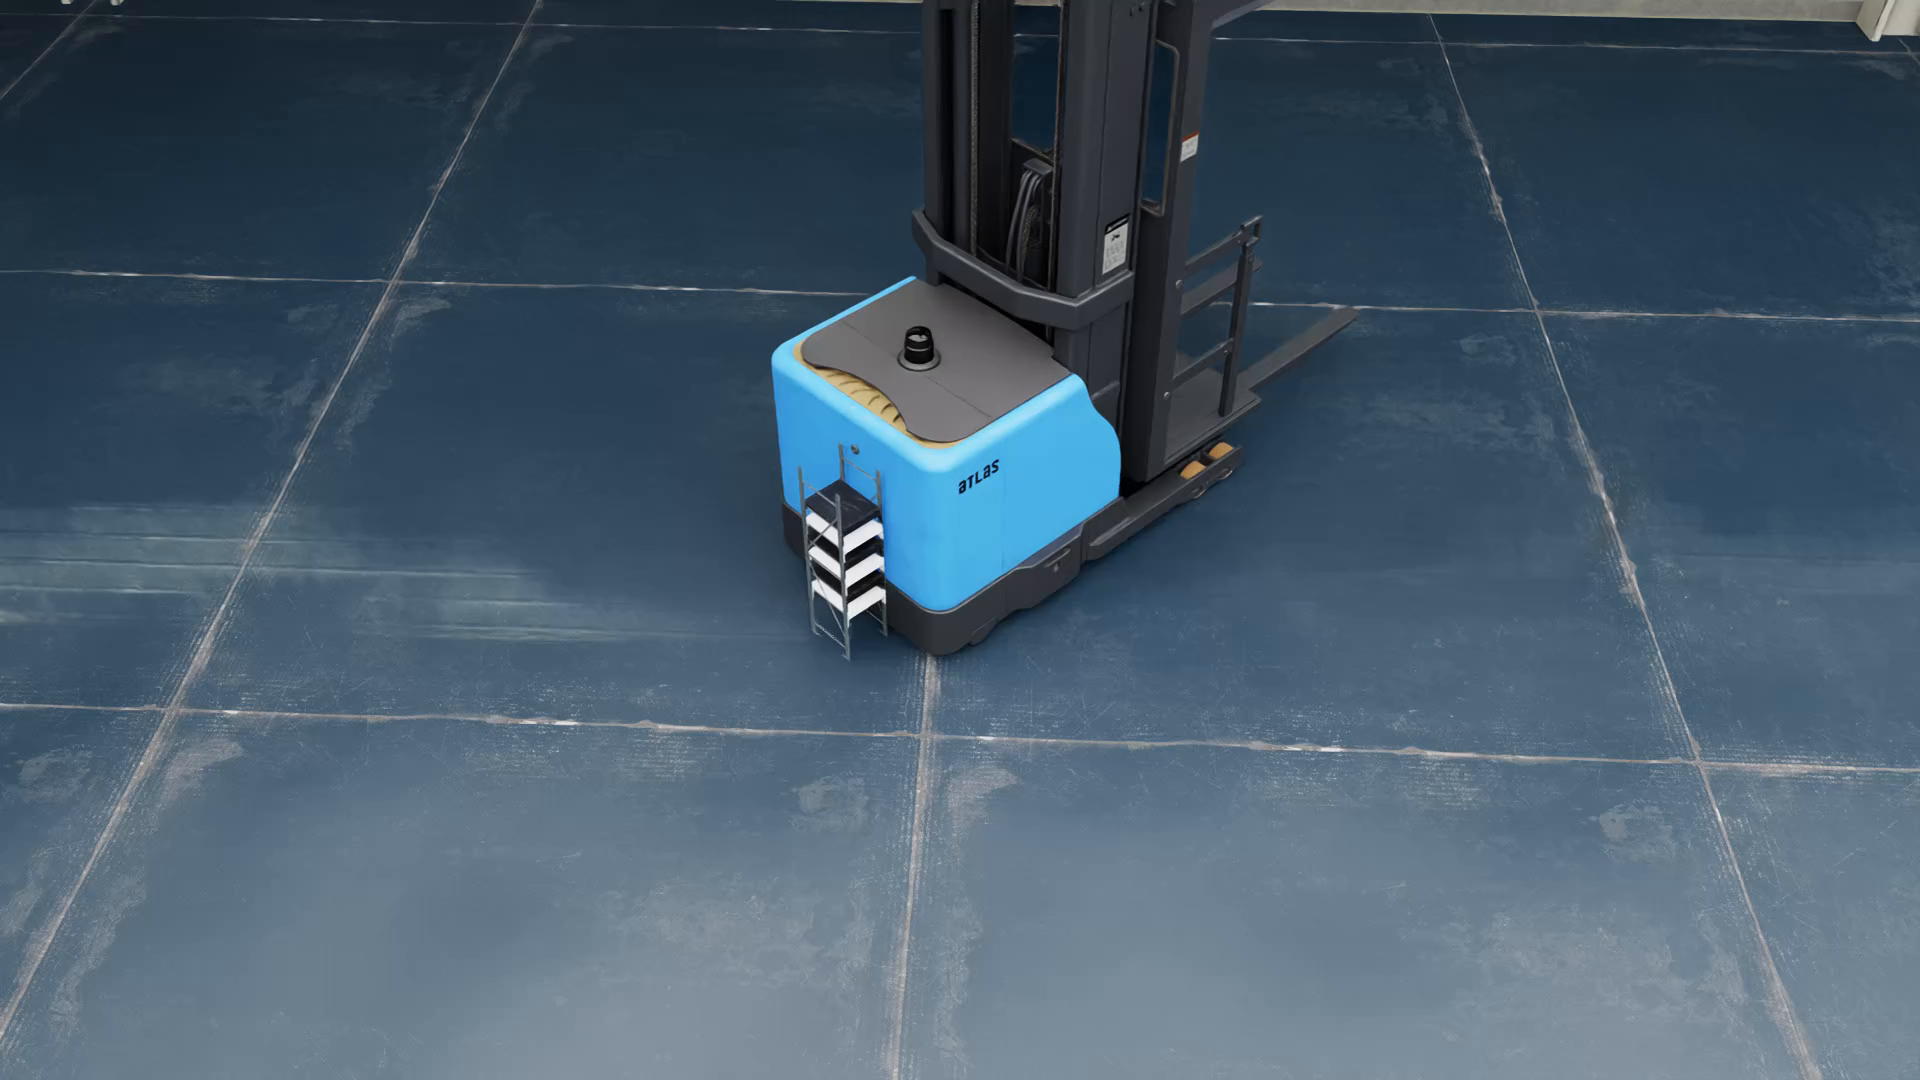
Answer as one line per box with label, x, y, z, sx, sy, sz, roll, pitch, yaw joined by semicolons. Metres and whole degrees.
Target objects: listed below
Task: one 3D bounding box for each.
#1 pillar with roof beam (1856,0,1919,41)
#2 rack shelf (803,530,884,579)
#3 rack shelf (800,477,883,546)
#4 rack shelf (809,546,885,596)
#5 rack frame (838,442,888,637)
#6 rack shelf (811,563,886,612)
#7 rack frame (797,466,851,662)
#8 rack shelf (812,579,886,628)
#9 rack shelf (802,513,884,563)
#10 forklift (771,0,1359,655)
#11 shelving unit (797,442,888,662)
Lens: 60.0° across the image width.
pillar with roof beam;5.938;-3.710;4.716;0.400;9.000;9.100;2;43;2
rack shelf;-0.459;0.019;6.572;0.200;0.077;0.258;-33;52;-30
rack shelf;-0.459;-0.113;6.449;0.200;0.077;0.258;-33;52;-30
rack shelf;-0.459;0.084;6.634;0.200;0.077;0.258;-33;52;-30
rack frame;-0.385;0.012;6.662;0.006;0.900;0.240;-33;52;-30
rack shelf;-0.459;0.150;6.695;0.200;0.077;0.258;-33;52;-30
rack frame;-0.533;0.108;6.560;0.006;0.900;0.240;-33;52;-30
rack shelf;-0.459;0.216;6.756;0.200;0.077;0.258;-33;52;-30
rack shelf;-0.459;-0.047;6.511;0.200;0.077;0.258;-33;52;-30
forklift;0.650;-1.494;6.789;3.031;2.935;1.130;-33;52;-30
shelving unit;-0.459;0.060;6.611;0.210;0.900;0.258;-33;52;-30
